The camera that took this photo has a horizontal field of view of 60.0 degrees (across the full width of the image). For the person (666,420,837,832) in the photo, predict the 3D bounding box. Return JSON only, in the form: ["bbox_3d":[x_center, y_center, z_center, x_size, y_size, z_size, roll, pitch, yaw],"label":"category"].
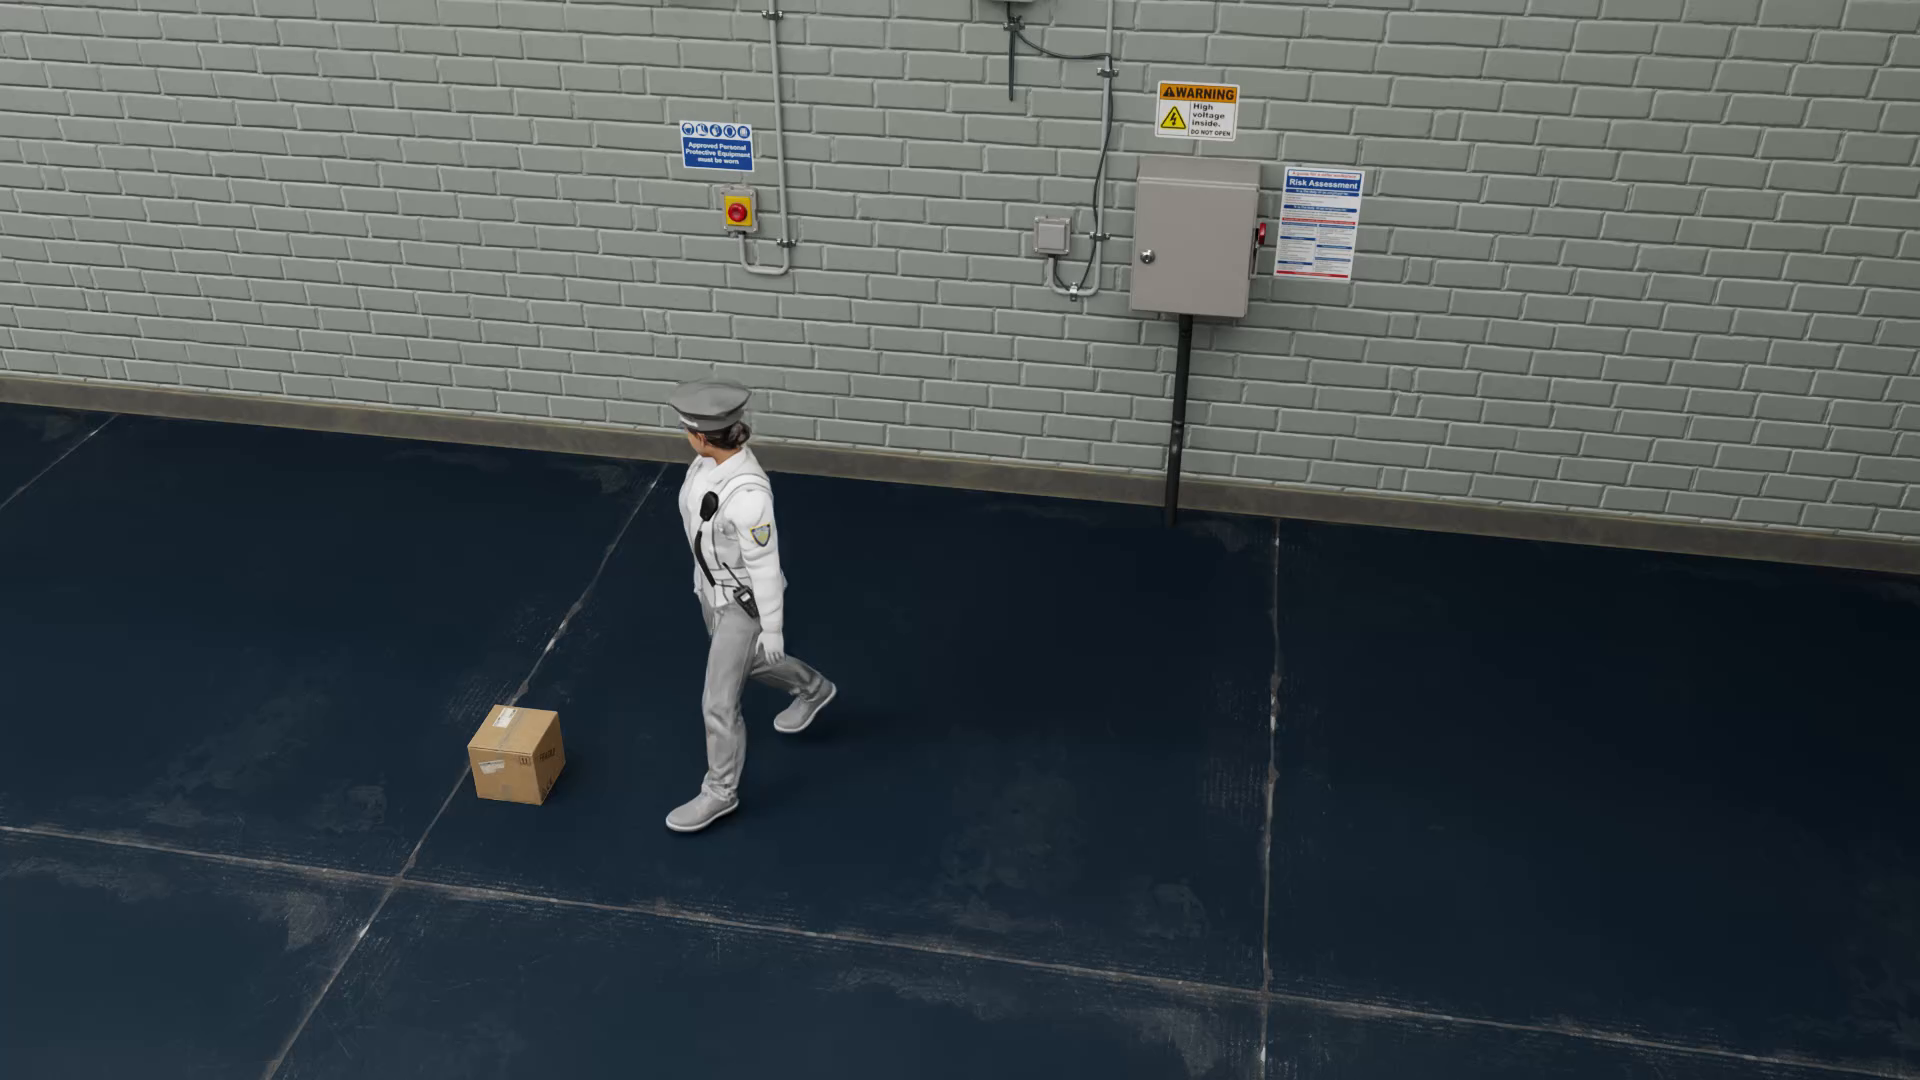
[{"bbox_3d":[-0.767,0.194,5.824,0.798,1.626,0.514,-15,35,-22],"label":"person"}]
